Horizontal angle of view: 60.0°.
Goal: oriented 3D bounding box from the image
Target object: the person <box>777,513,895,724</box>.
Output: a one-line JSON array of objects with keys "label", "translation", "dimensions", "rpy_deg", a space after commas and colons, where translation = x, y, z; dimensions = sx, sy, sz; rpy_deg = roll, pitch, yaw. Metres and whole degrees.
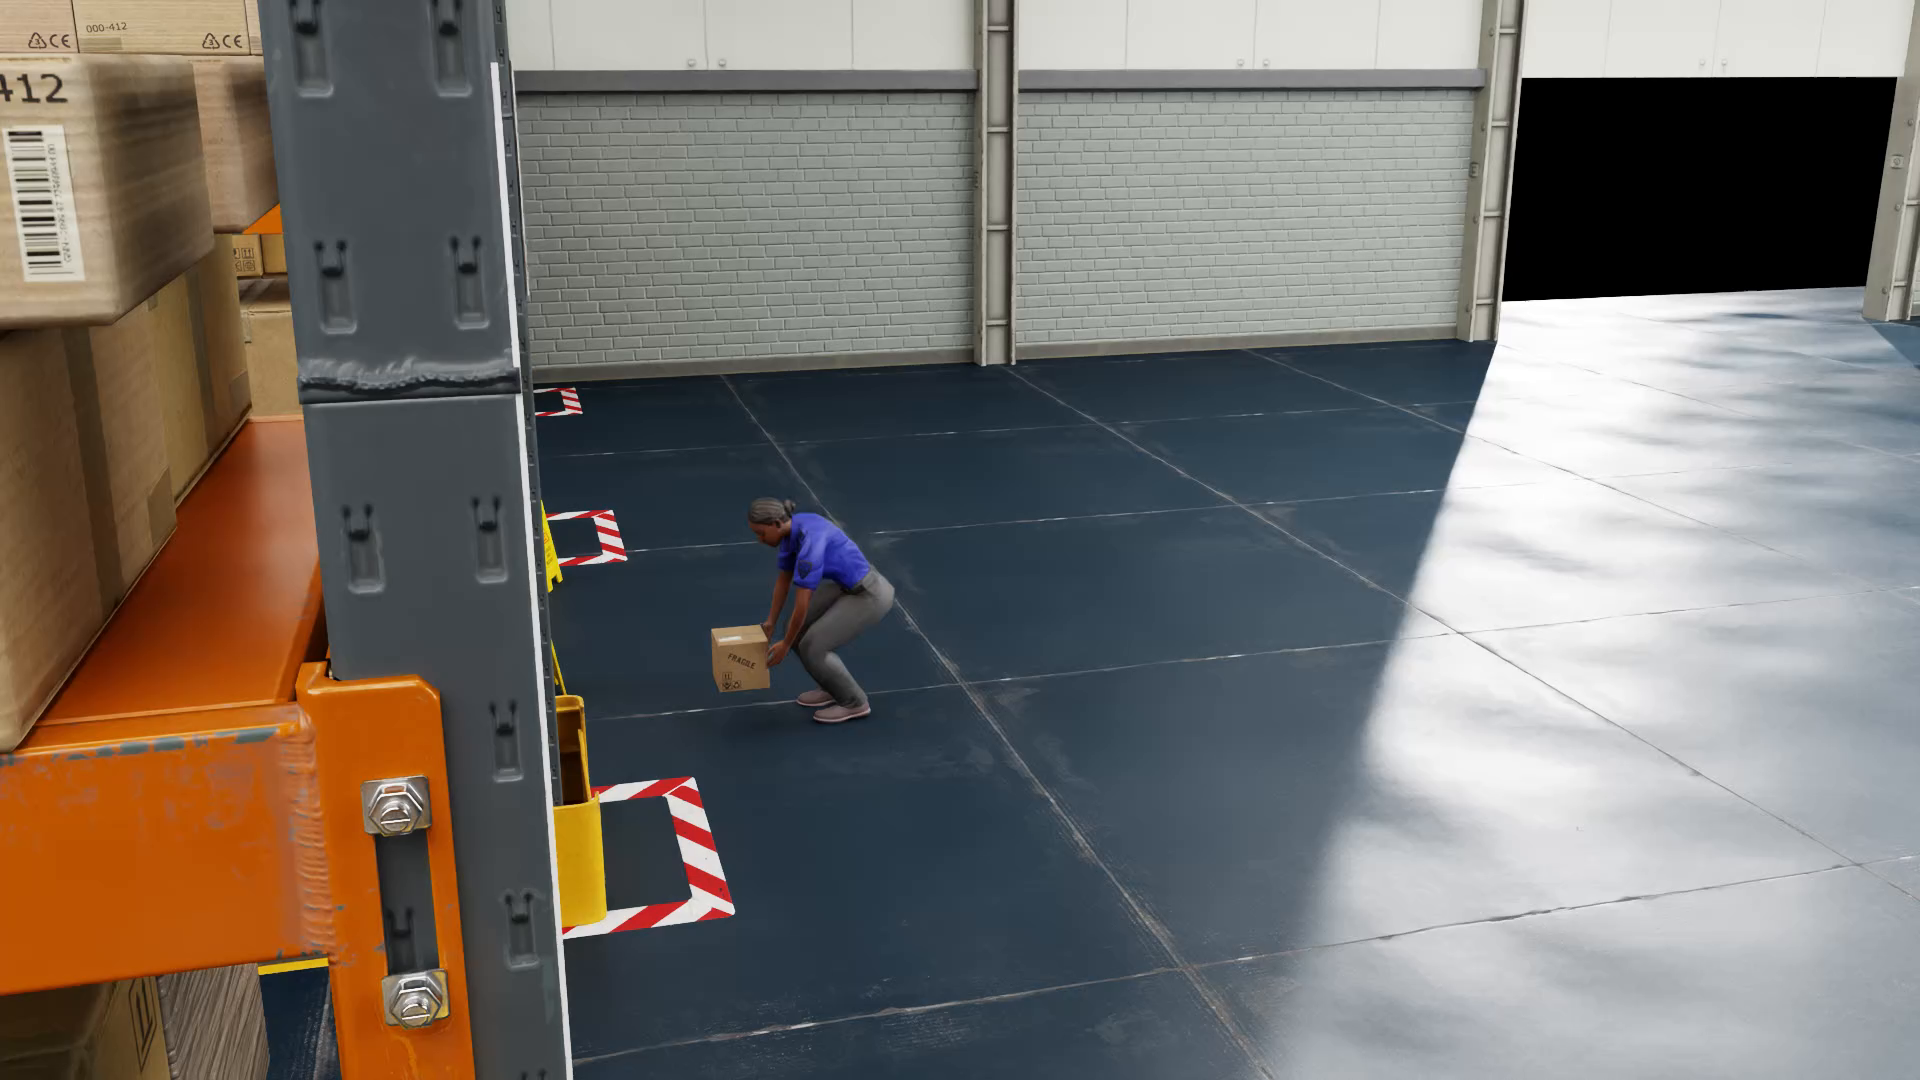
[{"label": "person", "translation": [-0.606, 0.368, 8.343], "dimensions": [0.556, 1.068, 0.486], "rpy_deg": [-5, 17, -15]}]
